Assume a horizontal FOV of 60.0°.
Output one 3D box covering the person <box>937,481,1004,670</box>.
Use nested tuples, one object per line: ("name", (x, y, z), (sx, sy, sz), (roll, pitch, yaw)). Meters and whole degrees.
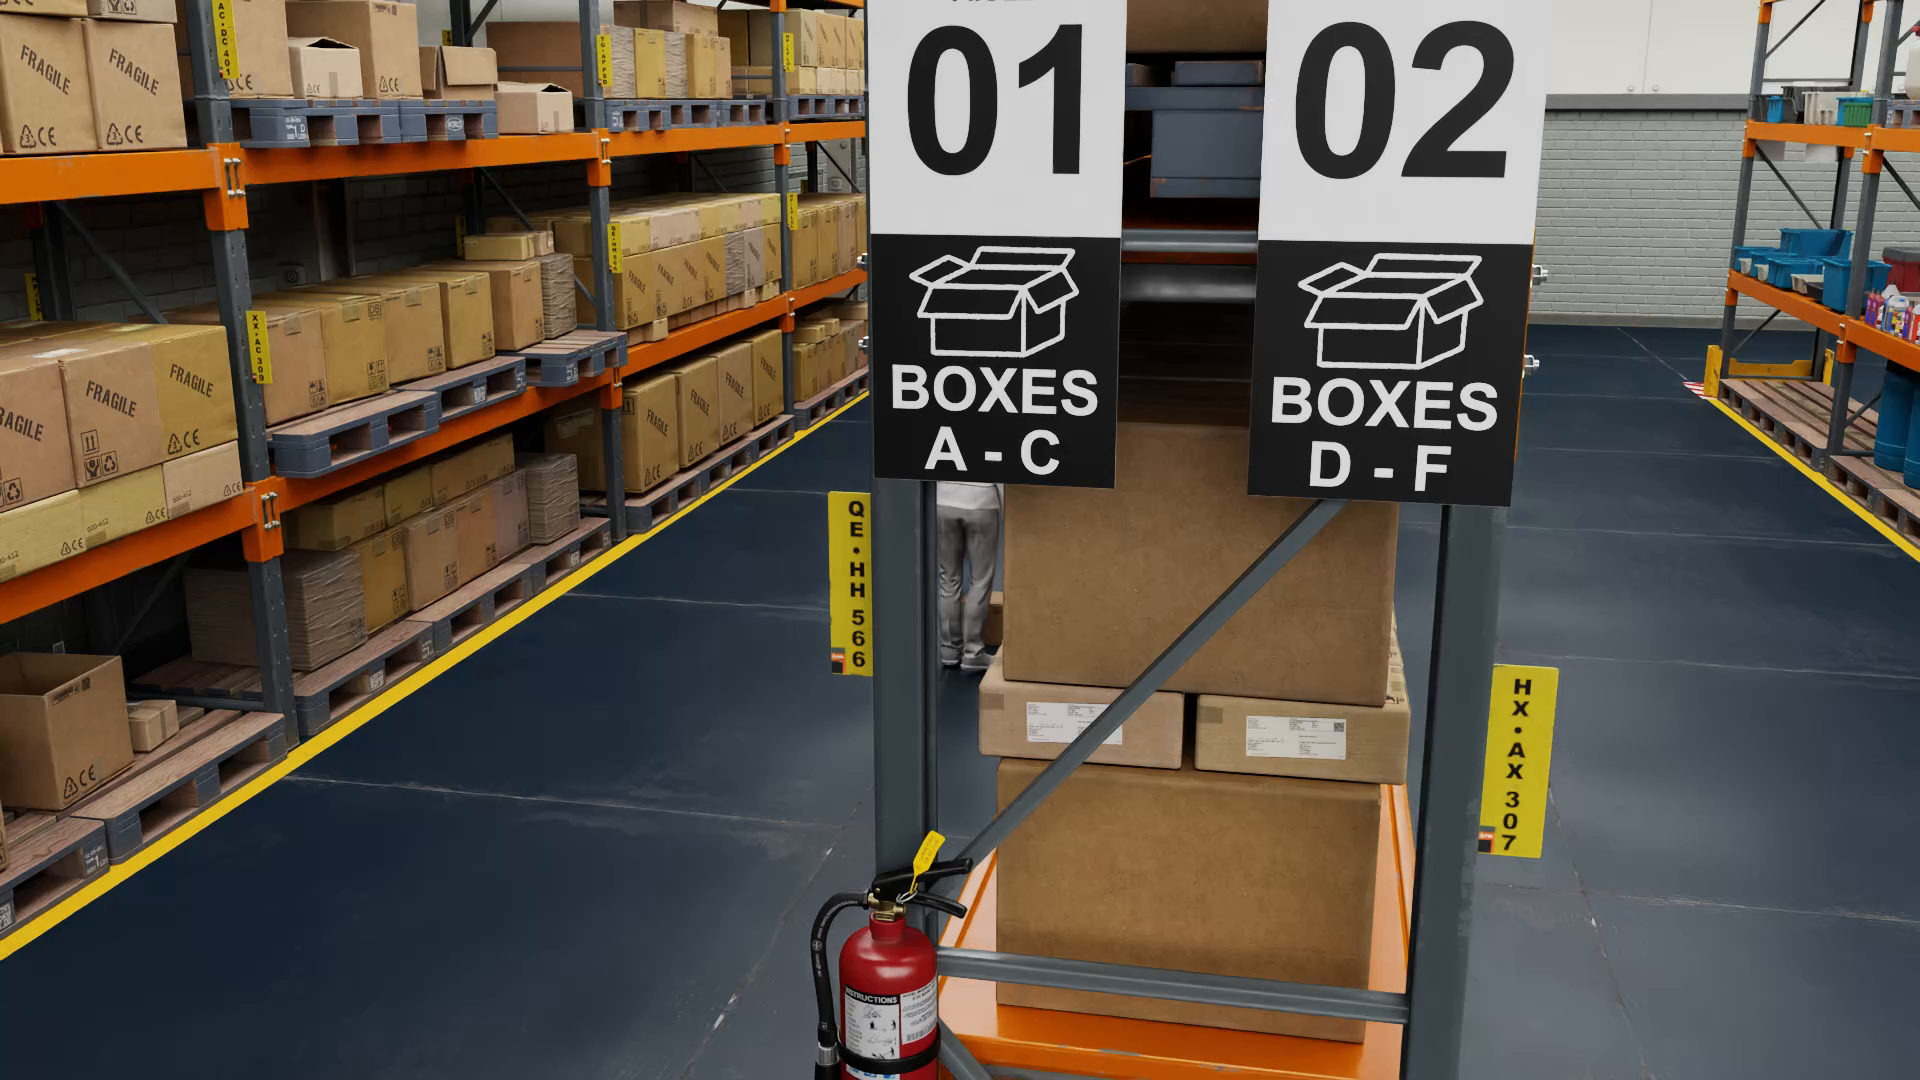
("person", (0.039, -0.137, 8.912), (0.510, 1.695, 0.367), (5, 16, 18))
